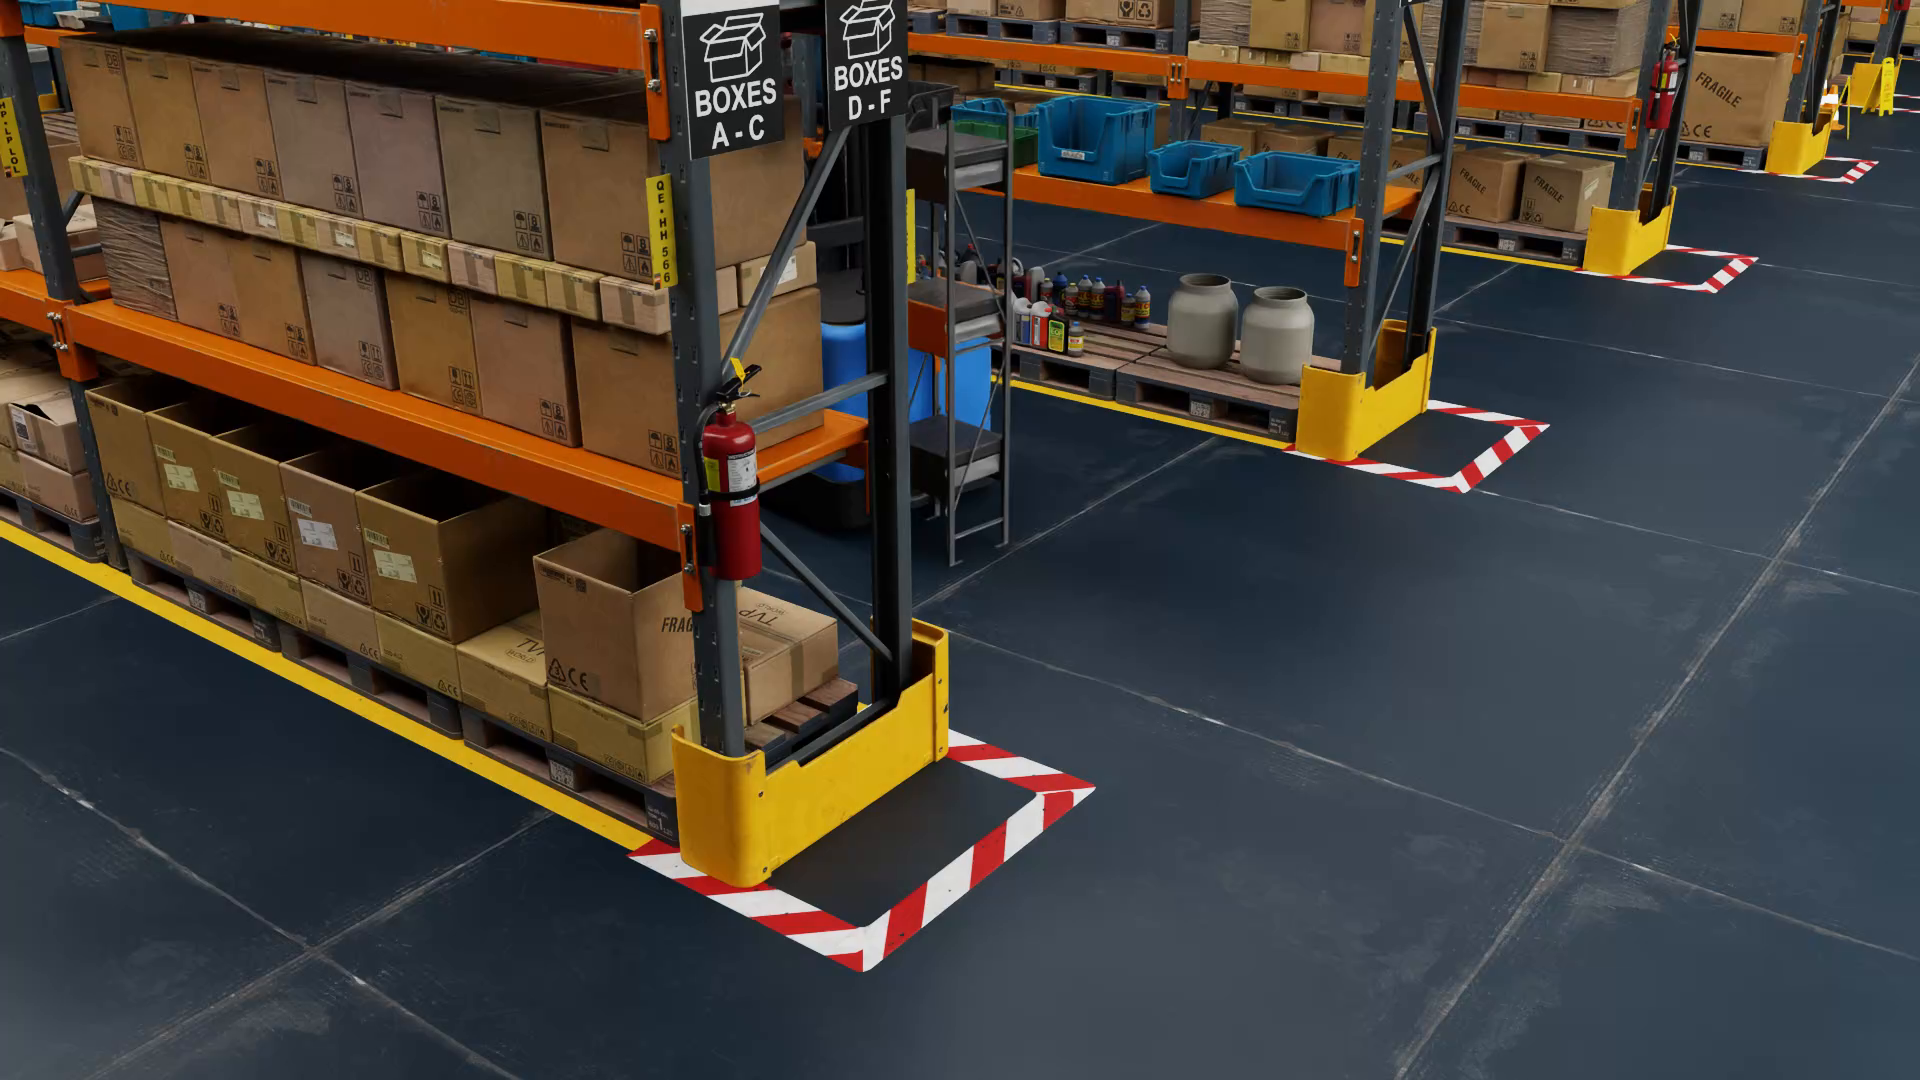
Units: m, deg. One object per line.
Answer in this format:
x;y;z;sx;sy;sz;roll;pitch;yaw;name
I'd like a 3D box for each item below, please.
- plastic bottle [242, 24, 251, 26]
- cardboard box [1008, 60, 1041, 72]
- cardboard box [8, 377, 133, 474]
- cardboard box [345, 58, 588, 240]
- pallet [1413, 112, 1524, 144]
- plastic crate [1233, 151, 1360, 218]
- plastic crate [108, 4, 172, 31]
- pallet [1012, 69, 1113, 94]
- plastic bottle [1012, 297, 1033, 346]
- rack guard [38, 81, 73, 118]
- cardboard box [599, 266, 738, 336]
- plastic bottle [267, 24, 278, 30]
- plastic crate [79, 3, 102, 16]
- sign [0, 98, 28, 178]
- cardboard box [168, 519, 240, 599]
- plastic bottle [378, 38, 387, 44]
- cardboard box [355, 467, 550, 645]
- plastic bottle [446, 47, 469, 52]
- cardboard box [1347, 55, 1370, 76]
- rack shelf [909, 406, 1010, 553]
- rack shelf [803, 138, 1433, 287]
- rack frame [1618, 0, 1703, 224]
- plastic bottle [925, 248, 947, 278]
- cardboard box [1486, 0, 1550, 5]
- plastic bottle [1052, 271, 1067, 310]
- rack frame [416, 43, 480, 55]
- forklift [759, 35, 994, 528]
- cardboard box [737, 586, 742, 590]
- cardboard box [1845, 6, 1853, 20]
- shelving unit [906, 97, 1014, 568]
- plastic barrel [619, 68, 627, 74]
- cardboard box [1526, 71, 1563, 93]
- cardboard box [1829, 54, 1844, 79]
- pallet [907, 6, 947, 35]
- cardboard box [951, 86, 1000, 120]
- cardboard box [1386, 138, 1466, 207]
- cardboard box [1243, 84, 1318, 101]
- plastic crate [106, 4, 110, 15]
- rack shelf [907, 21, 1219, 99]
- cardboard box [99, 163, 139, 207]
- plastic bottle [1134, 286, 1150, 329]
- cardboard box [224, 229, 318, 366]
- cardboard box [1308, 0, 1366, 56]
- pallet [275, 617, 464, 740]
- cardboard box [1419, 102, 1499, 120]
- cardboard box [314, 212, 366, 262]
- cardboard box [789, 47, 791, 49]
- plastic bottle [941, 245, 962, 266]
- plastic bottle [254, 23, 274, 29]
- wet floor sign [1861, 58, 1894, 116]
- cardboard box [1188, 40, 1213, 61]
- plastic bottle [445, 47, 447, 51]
-6.271;-4.410;14.692;0.135;0.276;0.152;17;29;33;plastic bottle
0.977;-6.382;21.593;0.500;0.500;0.500;18;30;35;cardboard box
-4.222;-0.590;8.062;0.500;0.311;0.500;17;29;33;cardboard box
-1.761;-1.443;6.071;0.500;0.500;0.700;17;29;33;cardboard box
5.836;-4.680;18.609;1.213;0.211;1.003;17;29;33;pallet
1.869;-1.980;9.208;0.616;0.251;0.499;17;29;33;plastic crate
-7.732;-4.948;15.706;0.575;0.384;0.392;17;29;33;plastic crate
1.449;-6.045;21.709;1.213;0.211;1.003;17;29;33;pallet
0.420;-1.385;10.505;0.135;0.276;0.152;16;28;32;plastic bottle
-10.381;-4.750;18.412;0.348;0.500;1.175;17;29;33;rack guard
-0.945;-0.800;5.417;0.250;0.149;0.380;16;29;32;cardboard box
-6.308;-4.740;15.348;0.185;0.351;0.144;17;29;33;plastic bottle
-8.884;-5.461;17.176;0.250;0.136;0.298;17;29;33;plastic crate
-4.043;-1.710;7.073;0.005;0.325;0.100;17;29;33;sign
-3.139;0.005;7.408;0.500;0.250;0.500;17;29;33;cardboard box
-5.106;-4.424;14.731;0.097;0.271;0.097;0;24;0;plastic bottle
-1.941;0.026;6.430;0.500;0.500;0.500;17;29;33;cardboard box
-4.196;-4.061;13.901;0.135;0.276;0.152;17;29;33;plastic bottle
3.419;-3.966;13.844;0.250;0.149;0.380;17;29;33;cardboard box
-0.081;-0.303;8.104;0.431;0.518;0.480;-21;32;-40;rack shelf
0.849;-2.178;10.365;4.000;0.370;1.077;17;29;33;rack shelf
5.419;-3.622;12.749;0.127;3.000;1.000;17;29;33;rack frame
-0.150;-1.871;11.515;0.185;0.351;0.144;17;29;33;plastic bottle
4.428;-4.433;12.859;0.500;0.500;0.500;17;29;33;cardboard box
0.669;-1.671;11.161;0.097;0.271;0.097;0;24;0;plastic bottle
-3.953;-3.958;13.513;0.127;3.000;1.000;17;29;33;rack frame
-1.163;-1.915;8.962;1.130;2.935;3.031;-19;30;-37;forklift
-1.223;0.319;6.696;0.500;0.250;0.500;17;29;33;cardboard box
12.939;-7.844;24.601;0.500;0.250;0.500;16;28;32;cardboard box
-0.081;-0.956;7.816;0.431;2.100;0.503;-21;32;-40;shelving unit
-2.664;-3.728;12.851;0.421;0.512;0.421;0;24;0;plastic barrel
4.637;-3.613;13.042;0.250;0.149;0.380;17;29;33;cardboard box
10.883;-6.037;21.121;0.500;0.250;0.500;17;29;33;cardboard box
-0.348;-5.330;16.866;1.003;0.211;1.213;17;29;33;pallet
0.018;-4.328;16.907;0.500;0.500;0.700;14;27;29;cardboard box
3.941;-3.117;14.184;0.500;0.500;0.500;20;31;38;cardboard box
3.954;-5.683;19.697;0.750;0.750;1.050;17;29;33;cardboard box
-8.265;-5.327;16.693;0.530;0.282;0.437;17;29;33;plastic crate
0.618;-4.743;16.187;4.000;0.370;1.077;17;29;33;rack shelf
-3.426;-1.548;7.115;0.250;0.149;0.380;17;29;34;cardboard box
1.185;-1.515;10.807;0.097;0.271;0.097;0;24;0;plastic bottle
-2.542;-1.086;6.871;0.500;0.500;0.700;17;29;34;cardboard box
3.381;-4.421;14.072;0.500;0.500;0.875;17;29;33;cardboard box
-2.134;0.383;7.119;1.213;0.211;1.003;17;29;33;pallet
5.736;-5.210;18.469;0.875;0.875;0.875;17;29;34;cardboard box
-2.187;-1.174;6.266;0.250;0.149;0.380;16;29;33;cardboard box
-1.522;-4.950;17.878;0.875;0.875;1.225;15;28;31;cardboard box
-0.064;-1.917;11.621;0.185;0.351;0.144;16;28;32;plastic bottle
-6.179;-4.459;14.804;0.135;0.276;0.152;17;29;33;plastic bottle
10.873;-5.350;19.593;0.267;0.644;0.232;-15;28;-30;wet floor sign
2.210;-4.325;14.657;0.250;0.149;0.380;17;29;33;cardboard box
-4.341;-4.208;14.225;0.133;0.283;0.061;17;29;33;plastic bottle
